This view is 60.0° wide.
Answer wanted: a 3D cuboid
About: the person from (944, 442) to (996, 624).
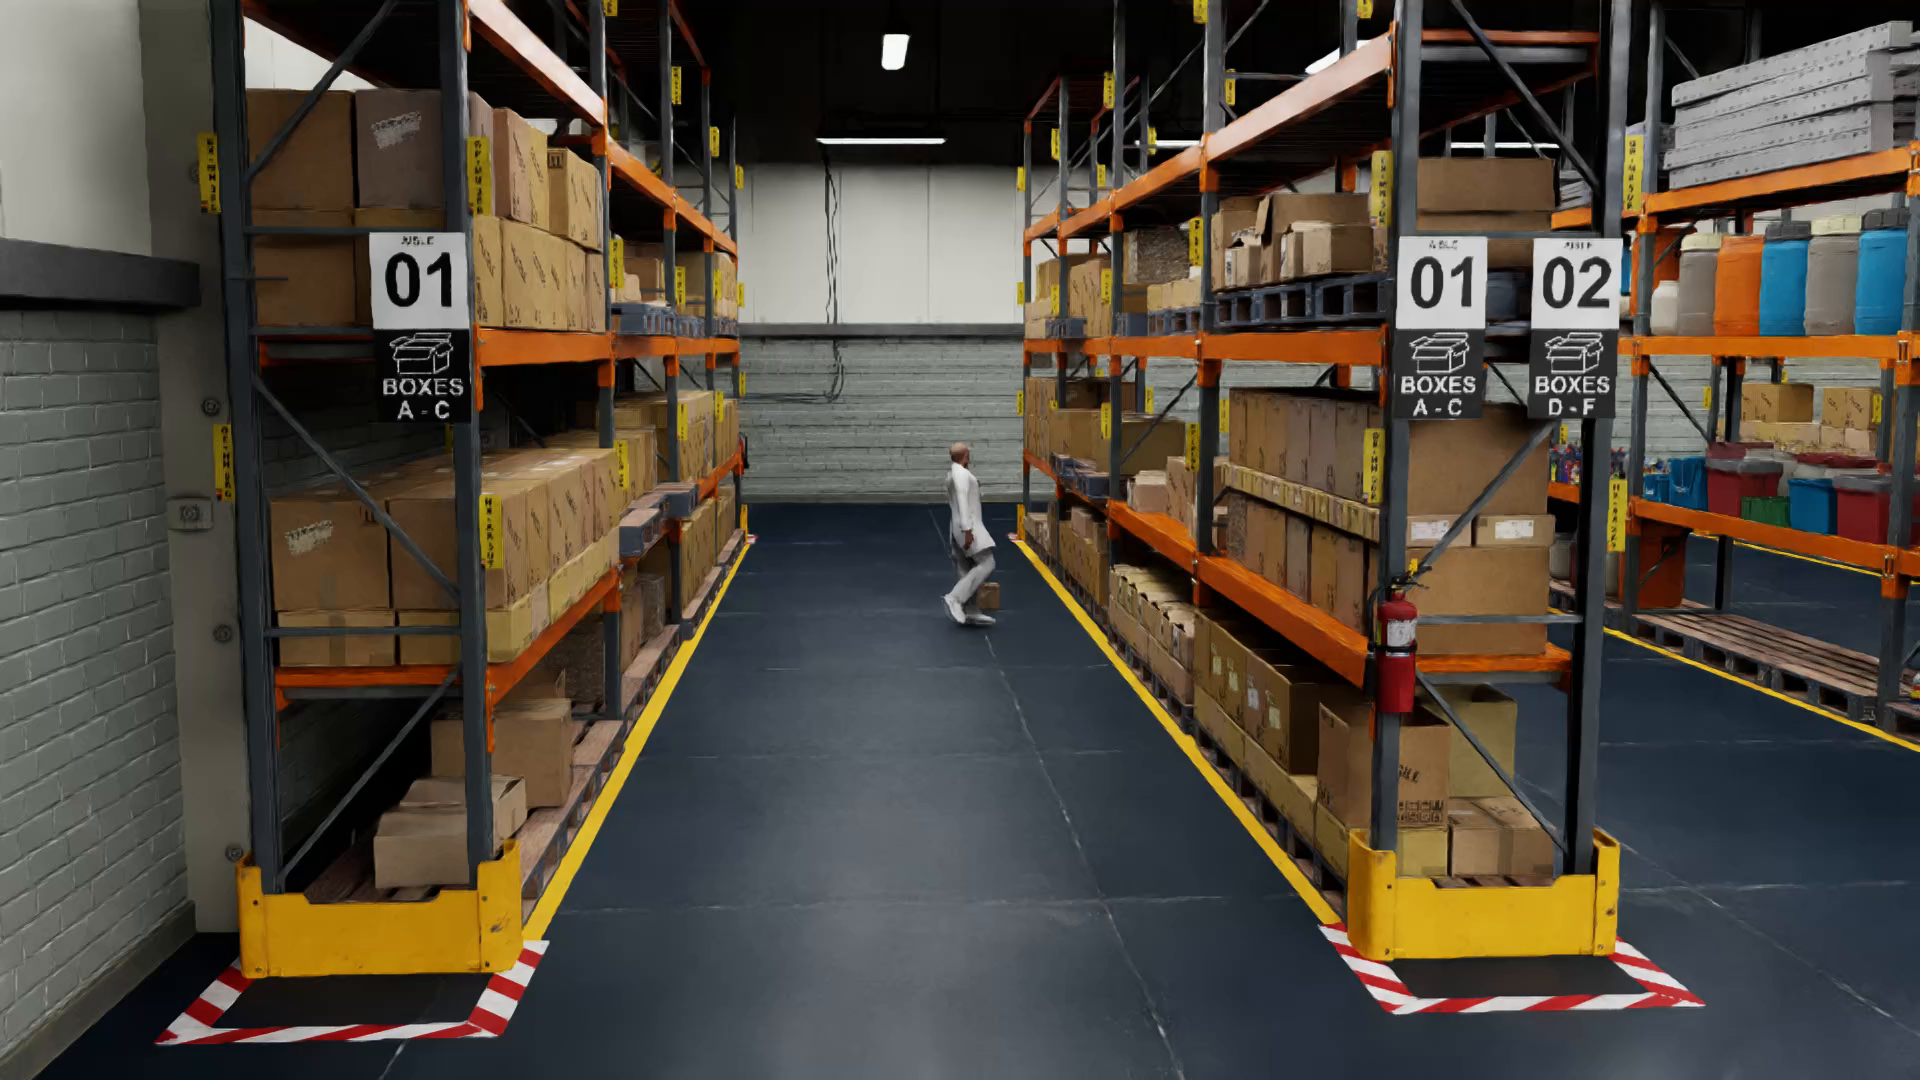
[{"bbox_3d":[0.076,-0.062,16.257,0.524,1.776,0.700,-2,7,-13],"label":"person"}]
